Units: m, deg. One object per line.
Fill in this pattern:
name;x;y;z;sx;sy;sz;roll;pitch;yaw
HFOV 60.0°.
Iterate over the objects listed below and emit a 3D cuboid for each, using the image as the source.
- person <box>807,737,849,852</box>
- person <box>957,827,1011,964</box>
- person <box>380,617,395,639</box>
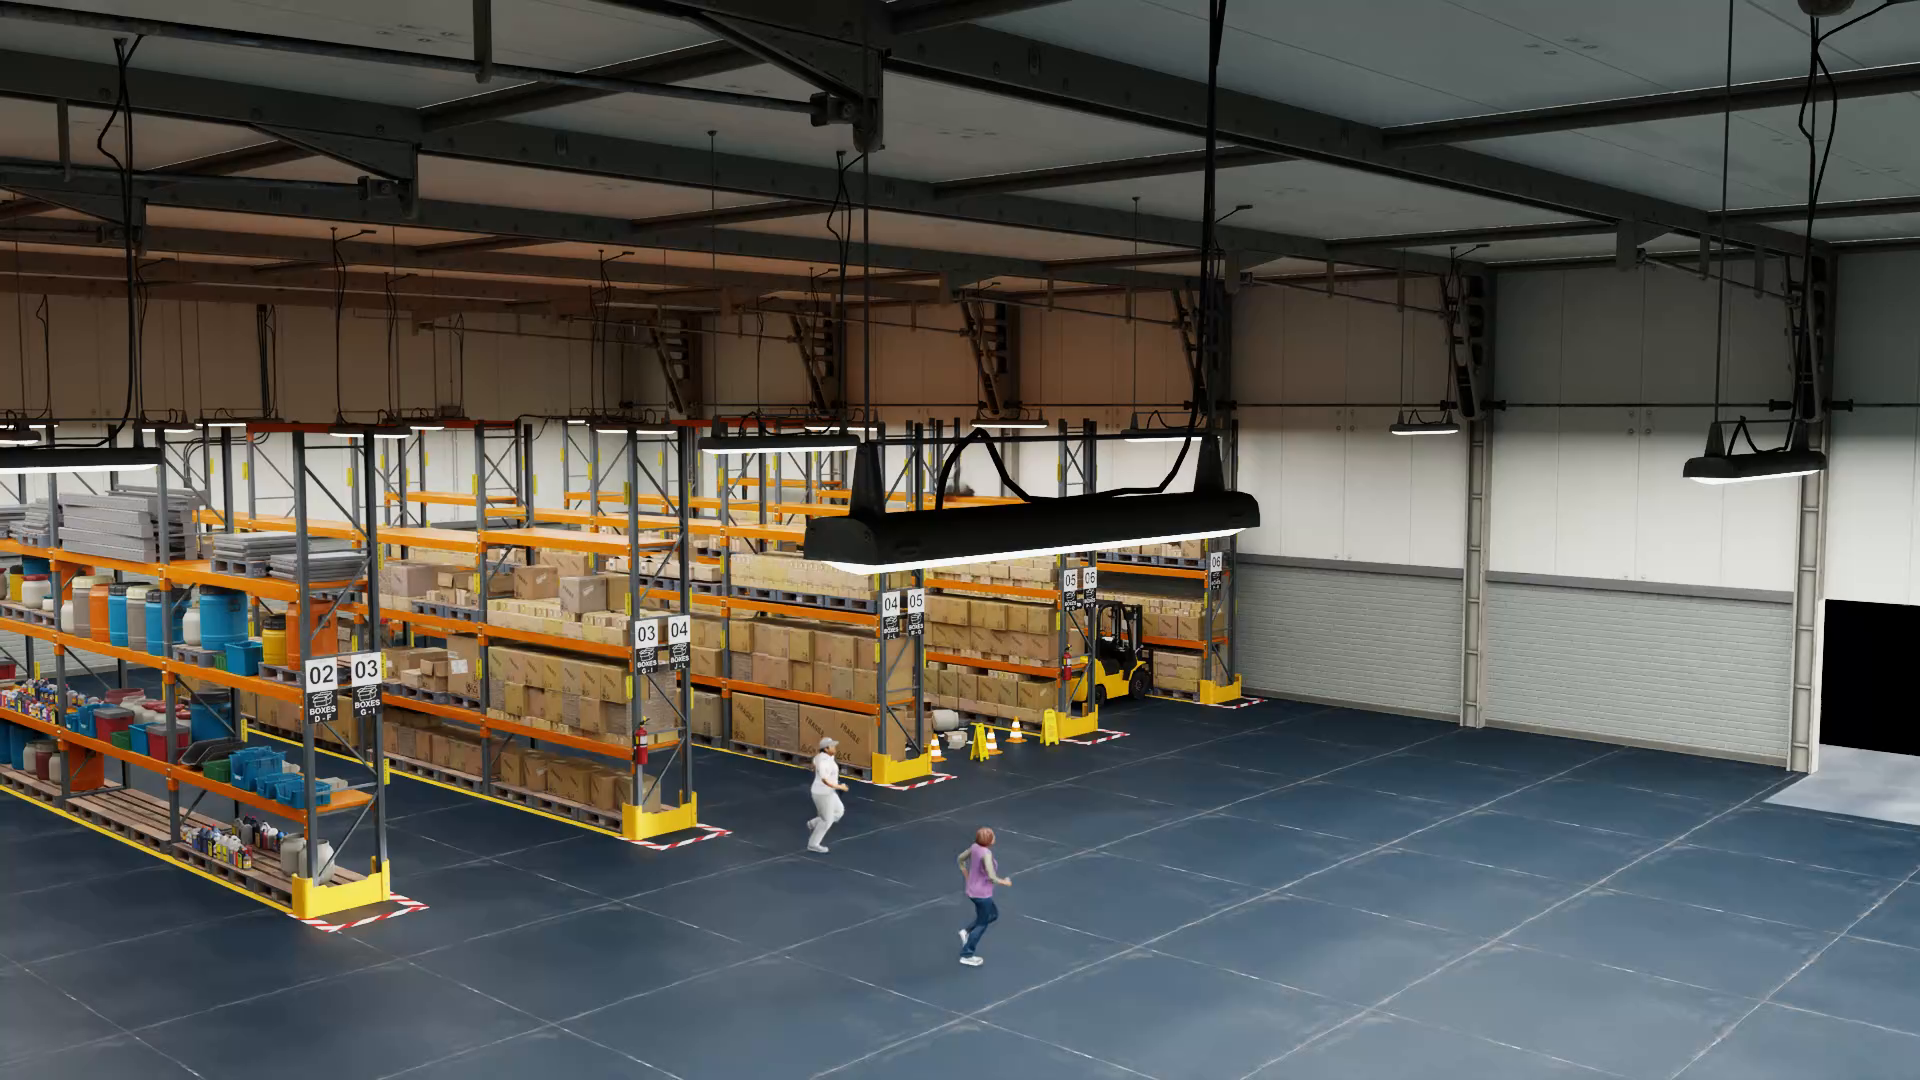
person;-1.877;3.597;23.628;0.598;1.626;0.631;0;5;-3
person;0.264;4.014;18.883;0.630;1.555;0.567;-2;5;-22
person;-13.790;2.279;39.890;0.983;1.558;0.742;-1;5;-16
